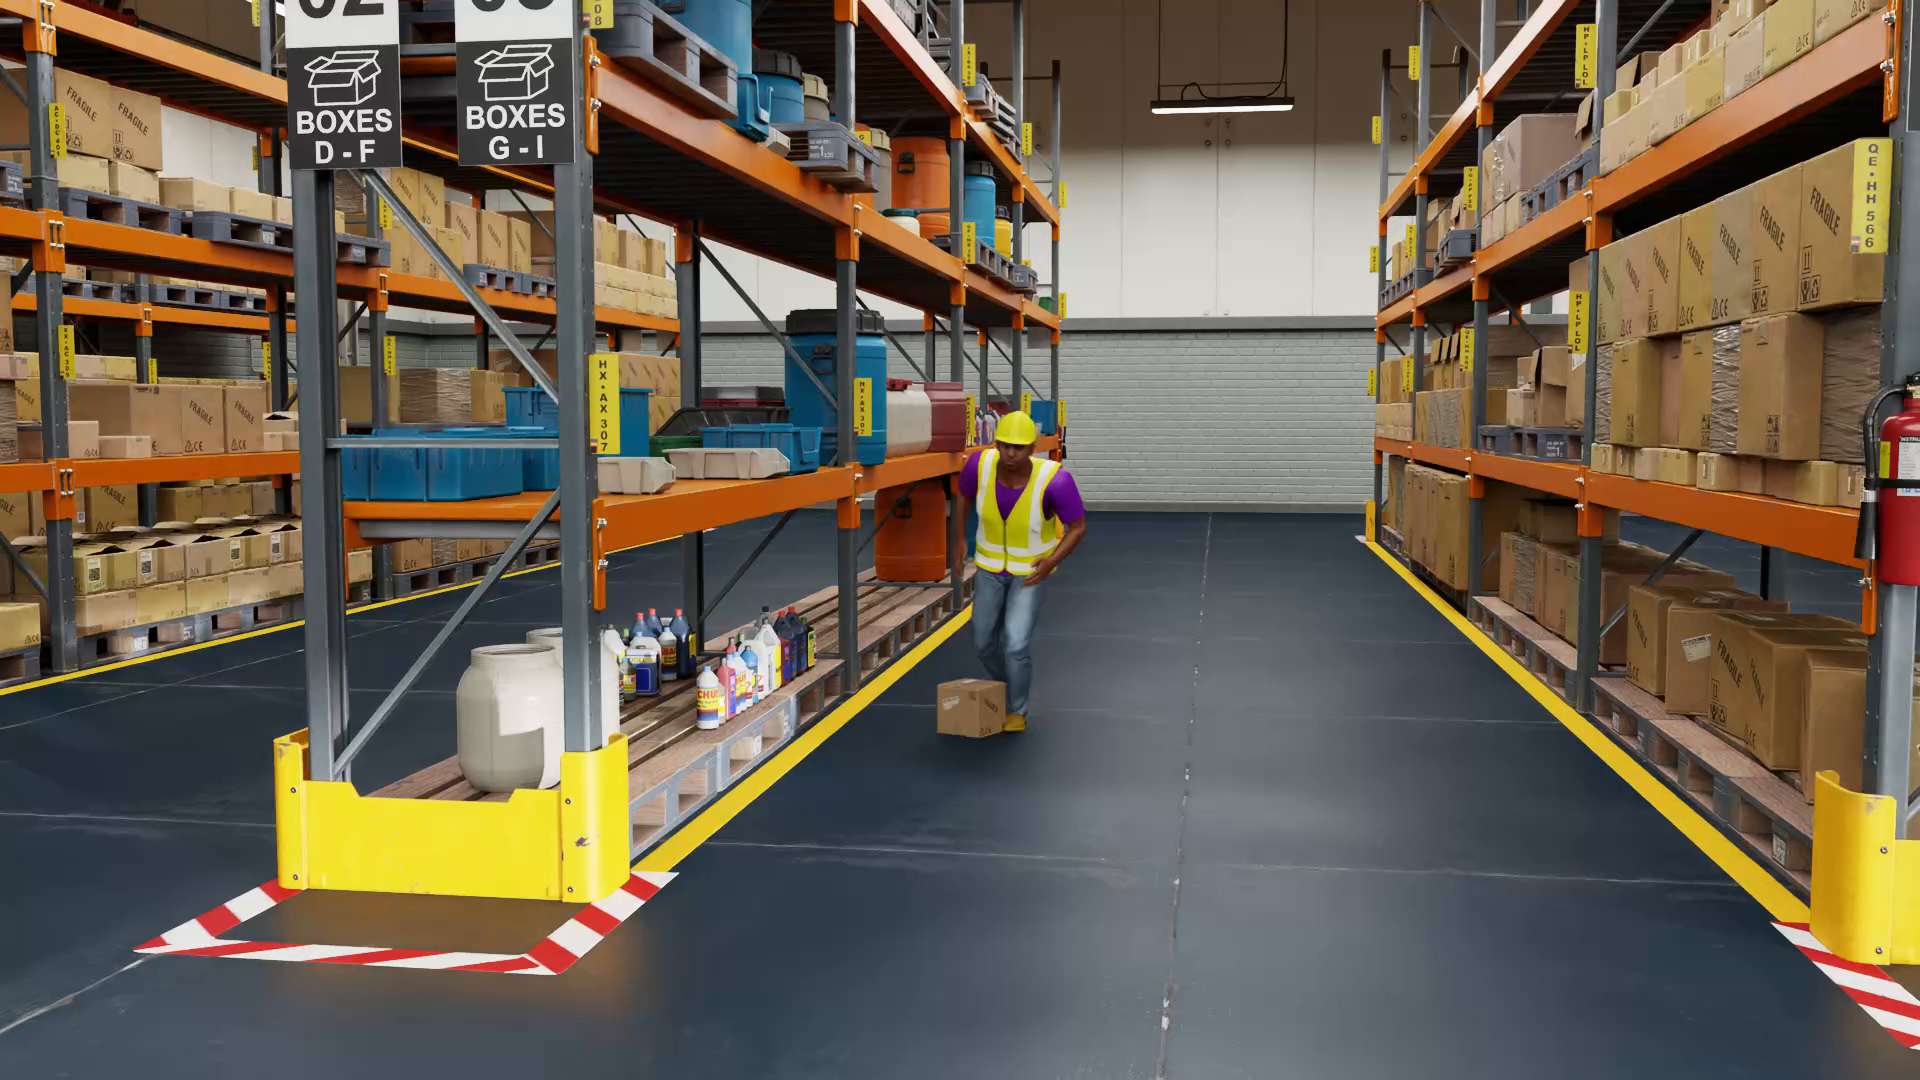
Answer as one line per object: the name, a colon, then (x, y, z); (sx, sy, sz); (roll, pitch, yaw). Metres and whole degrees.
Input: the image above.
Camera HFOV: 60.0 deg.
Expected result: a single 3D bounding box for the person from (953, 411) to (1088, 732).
person: (0.295, 0.157, 8.446); (0.725, 1.621, 0.870); (2, 5, 19)
